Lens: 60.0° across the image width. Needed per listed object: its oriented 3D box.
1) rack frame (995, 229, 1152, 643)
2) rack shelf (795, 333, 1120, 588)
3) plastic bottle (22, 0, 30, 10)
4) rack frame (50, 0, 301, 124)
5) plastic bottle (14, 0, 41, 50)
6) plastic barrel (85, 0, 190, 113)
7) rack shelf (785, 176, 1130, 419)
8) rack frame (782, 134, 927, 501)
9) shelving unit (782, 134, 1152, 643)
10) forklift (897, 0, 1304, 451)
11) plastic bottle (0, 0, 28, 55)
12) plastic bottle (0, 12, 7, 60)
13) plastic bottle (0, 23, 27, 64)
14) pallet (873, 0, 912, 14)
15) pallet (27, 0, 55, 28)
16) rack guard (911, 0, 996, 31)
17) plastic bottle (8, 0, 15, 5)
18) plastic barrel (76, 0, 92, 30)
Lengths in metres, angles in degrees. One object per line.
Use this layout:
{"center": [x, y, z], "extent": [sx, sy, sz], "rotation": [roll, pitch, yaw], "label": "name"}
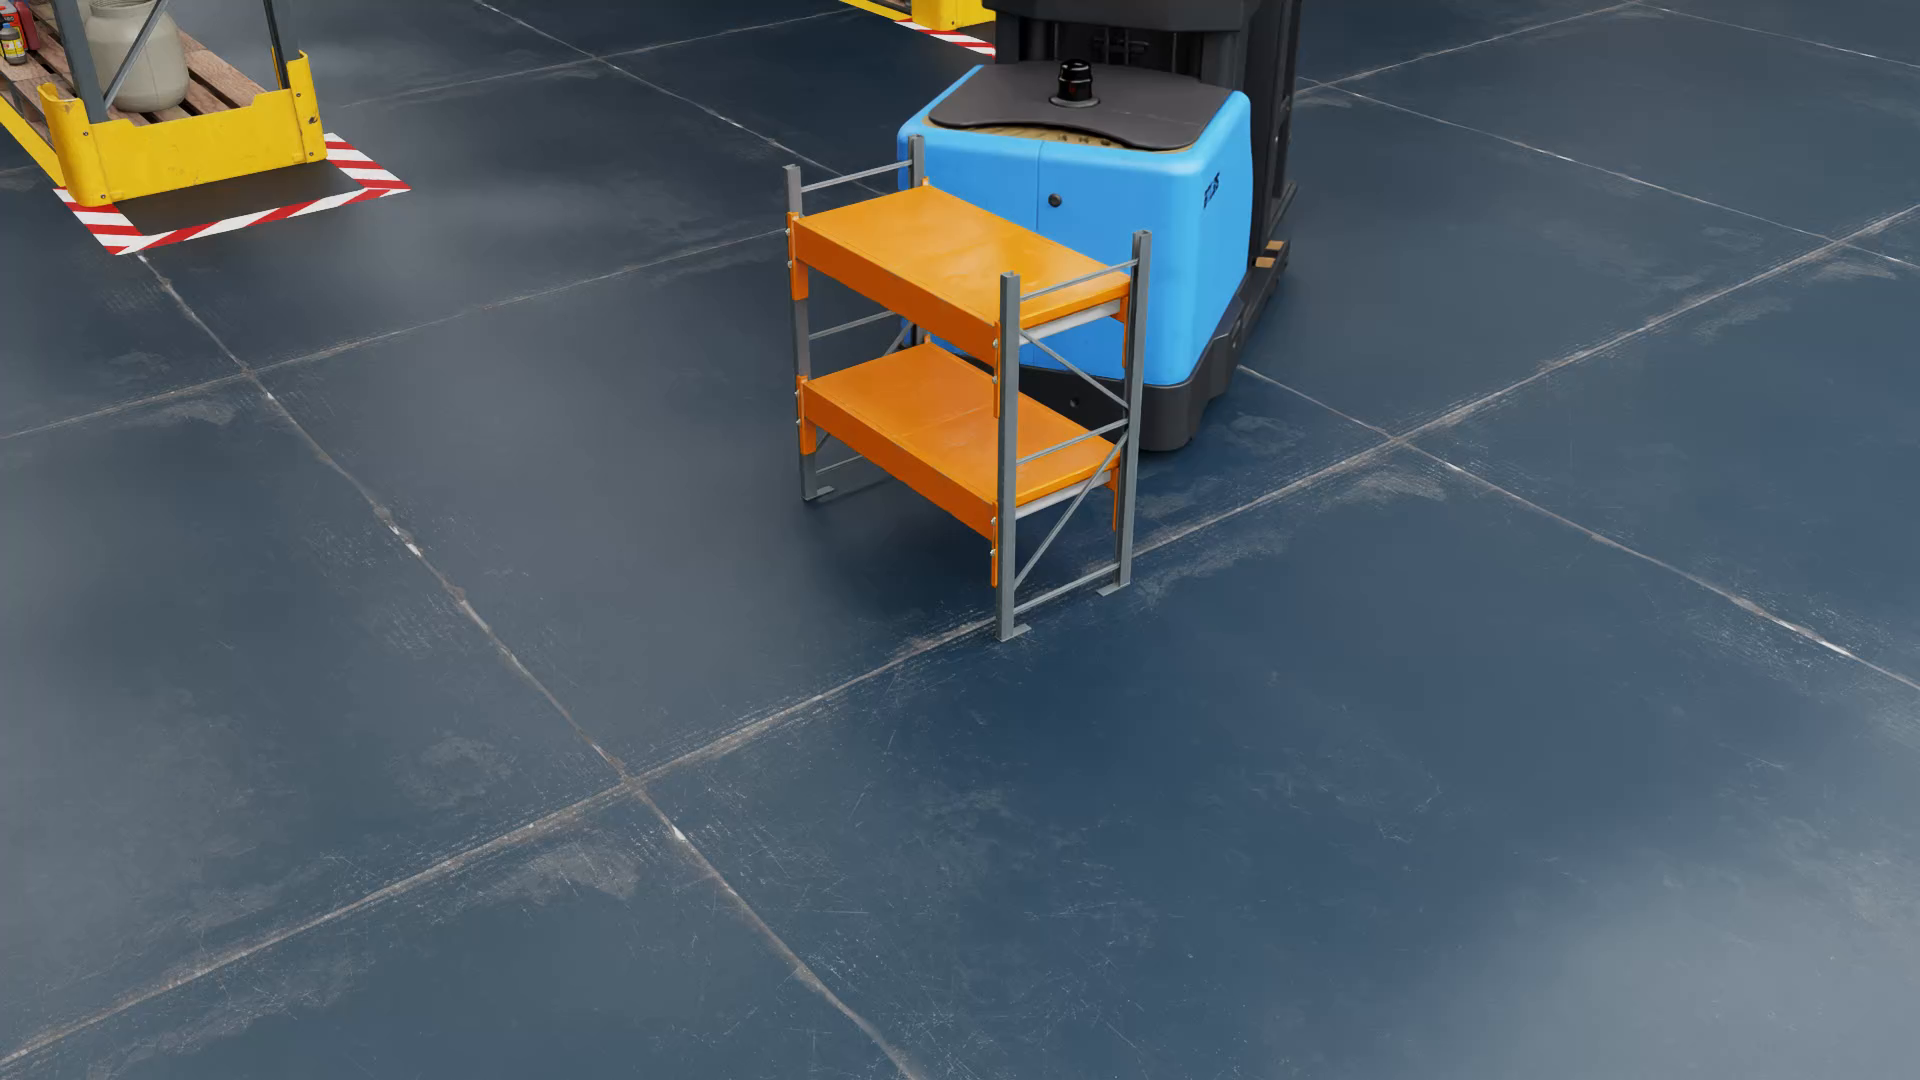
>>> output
{"center": [0.308, -0.269, 4.617], "extent": [0.500, 1.125, 0.032], "rotation": [-22, 38, -31], "label": "rack frame"}
{"center": [-0.004, -0.273, 5.087], "extent": [0.538, 0.278, 1.000], "rotation": [-22, 38, -31], "label": "rack shelf"}
{"center": [-5.439, -3.084, 9.537], "extent": [0.152, 0.276, 0.135], "rotation": [-22, 38, -31], "label": "plastic bottle"}
{"center": [-3.631, -3.055, 7.326], "extent": [1.000, 3.000, 0.127], "rotation": [-22, 38, -31], "label": "rack frame"}
{"center": [-5.153, -2.860, 9.170], "extent": [0.061, 0.283, 0.133], "rotation": [-22, 38, -31], "label": "plastic bottle"}
{"center": [-4.095, -2.426, 8.273], "extent": [0.421, 0.512, 0.421], "rotation": [0, 32, 0], "label": "plastic barrel"}
{"center": [-0.004, -0.729, 4.803], "extent": [0.538, 0.278, 1.000], "rotation": [-22, 38, -31], "label": "rack shelf"}
{"center": [-0.316, -0.693, 5.299], "extent": [0.500, 1.125, 0.032], "rotation": [-22, 38, -31], "label": "rack frame"}
{"center": [-0.004, -0.481, 4.958], "extent": [0.538, 1.125, 1.048], "rotation": [-22, 38, -31], "label": "shelving unit"}
{"center": [0.754, -2.310, 6.192], "extent": [1.130, 2.935, 3.031], "rotation": [11, 33, 17], "label": "forklift"}
{"center": [-5.237, -2.822, 9.116], "extent": [0.152, 0.276, 0.135], "rotation": [-22, 38, -31], "label": "plastic bottle"}
{"center": [-5.190, -2.754, 8.999], "extent": [0.061, 0.283, 0.133], "rotation": [-21, 38, -30], "label": "plastic bottle"}
{"center": [-5.104, -2.677, 8.952], "extent": [0.097, 0.201, 0.097], "rotation": [0, 32, 0], "label": "plastic bottle"}
{"center": [-0.236, -3.855, 11.256], "extent": [1.003, 0.211, 1.213], "rotation": [-22, 38, -31], "label": "pallet"}
{"center": [-5.705, -3.244, 10.273], "extent": [1.003, 0.211, 1.213], "rotation": [-22, 38, -31], "label": "pallet"}
{"center": [0.234, -3.627, 10.616], "extent": [1.175, 0.500, 0.348], "rotation": [-22, 38, -31], "label": "rack guard"}
{"center": [-5.358, -2.974, 9.430], "extent": [0.097, 0.201, 0.097], "rotation": [0, 32, 0], "label": "plastic bottle"}
{"center": [-4.403, -2.635, 8.610], "extent": [0.421, 0.512, 0.421], "rotation": [0, 32, 0], "label": "plastic barrel"}
